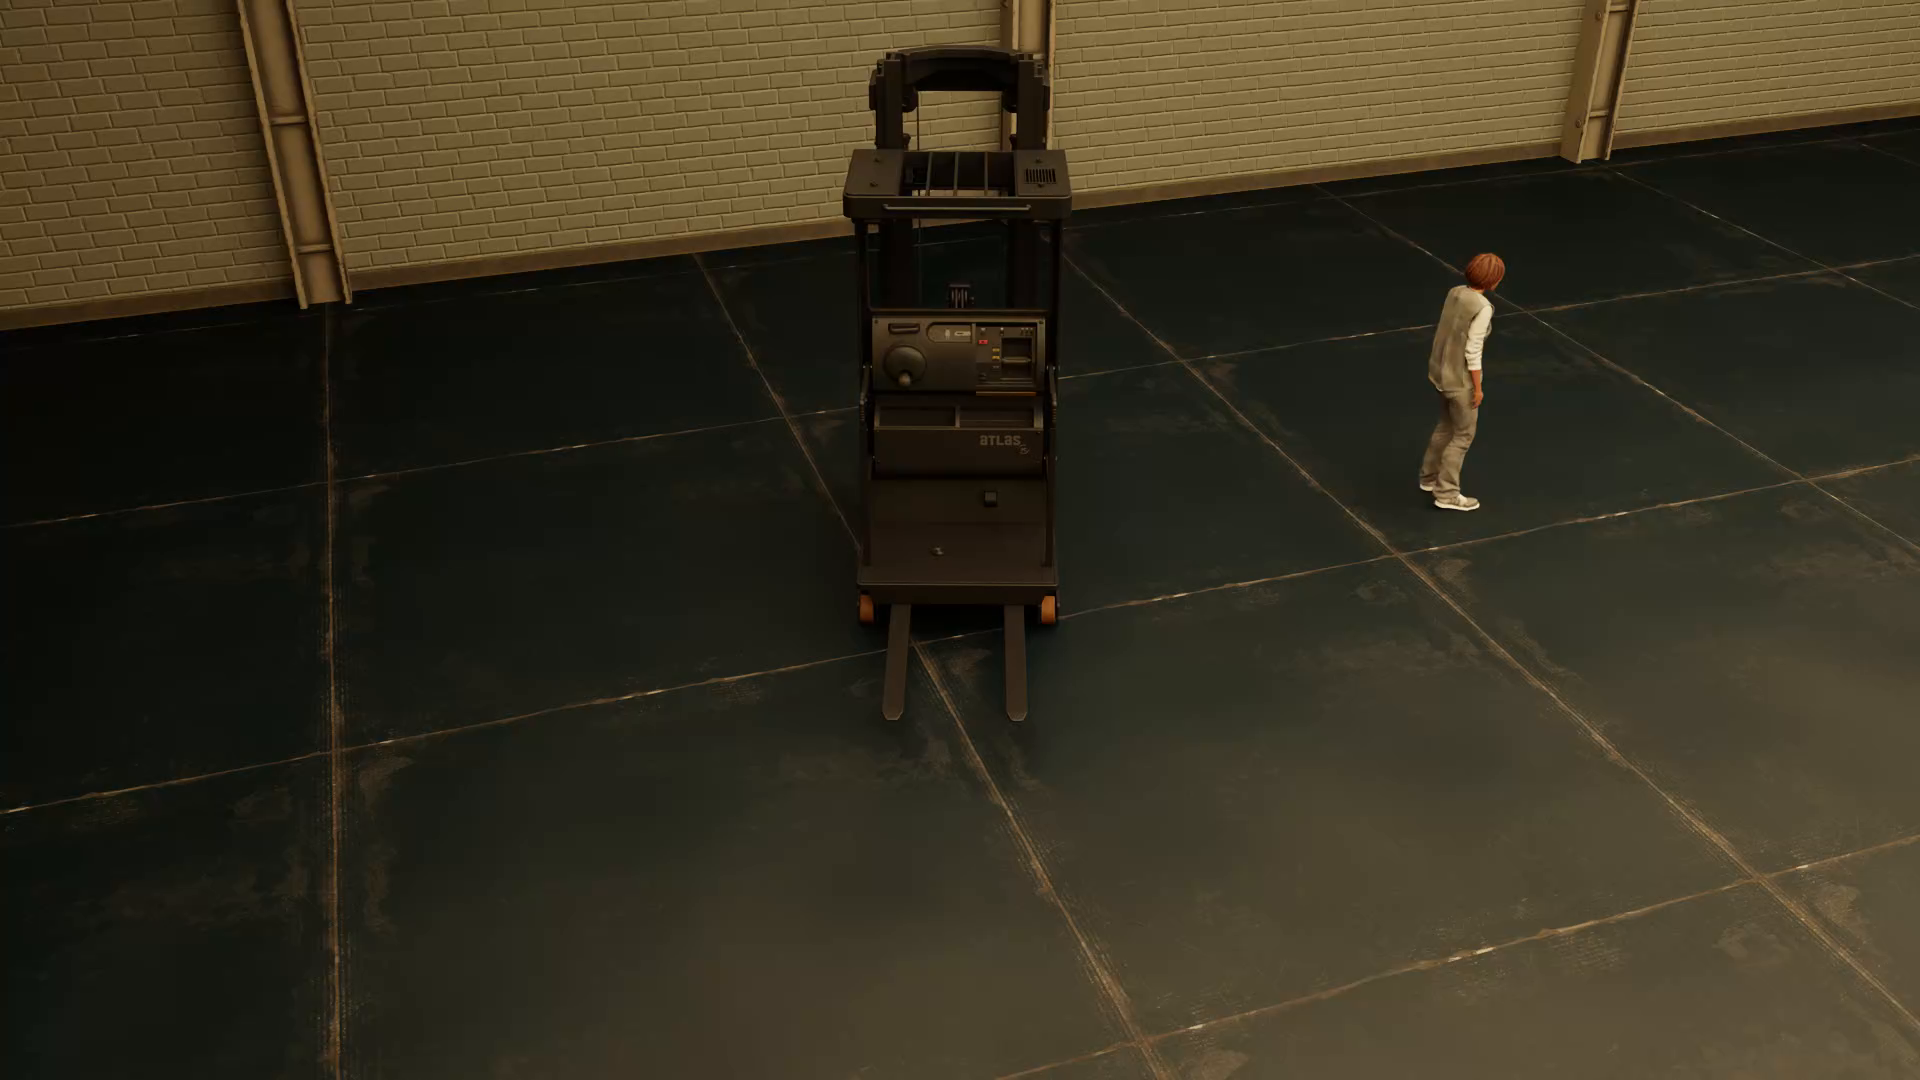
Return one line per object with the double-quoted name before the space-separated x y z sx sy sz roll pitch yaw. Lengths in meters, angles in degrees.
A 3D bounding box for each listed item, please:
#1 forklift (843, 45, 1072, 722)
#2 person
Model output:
"forklift" -0.008 -0.958 8.753 1.130 2.935 3.031 0 30 1
"person" 3.037 -0.970 10.118 0.348 1.590 0.470 -6 30 -10
